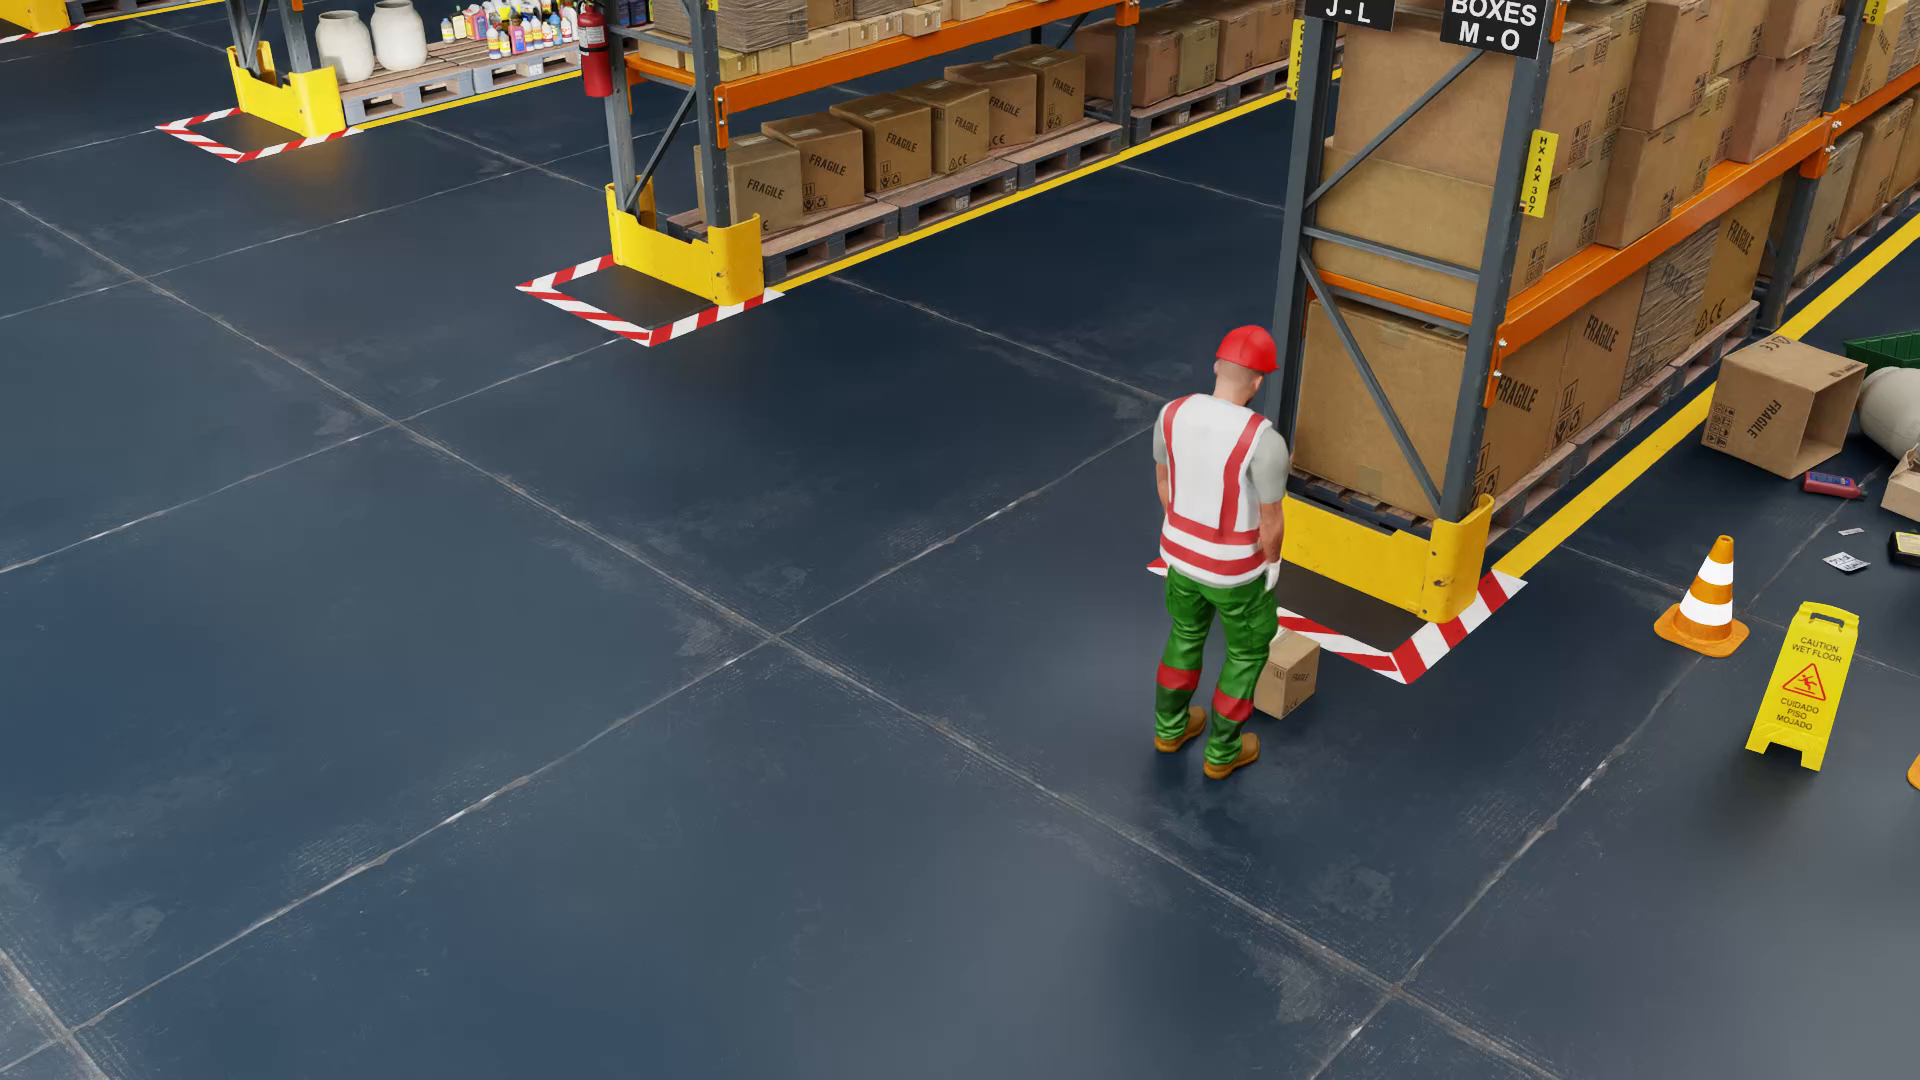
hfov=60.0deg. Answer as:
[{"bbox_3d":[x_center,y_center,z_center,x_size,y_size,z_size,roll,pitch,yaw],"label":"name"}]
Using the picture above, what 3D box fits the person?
[{"bbox_3d":[0.941,0.049,6.067,0.538,1.751,0.427,26,40,36],"label":"person"}]
